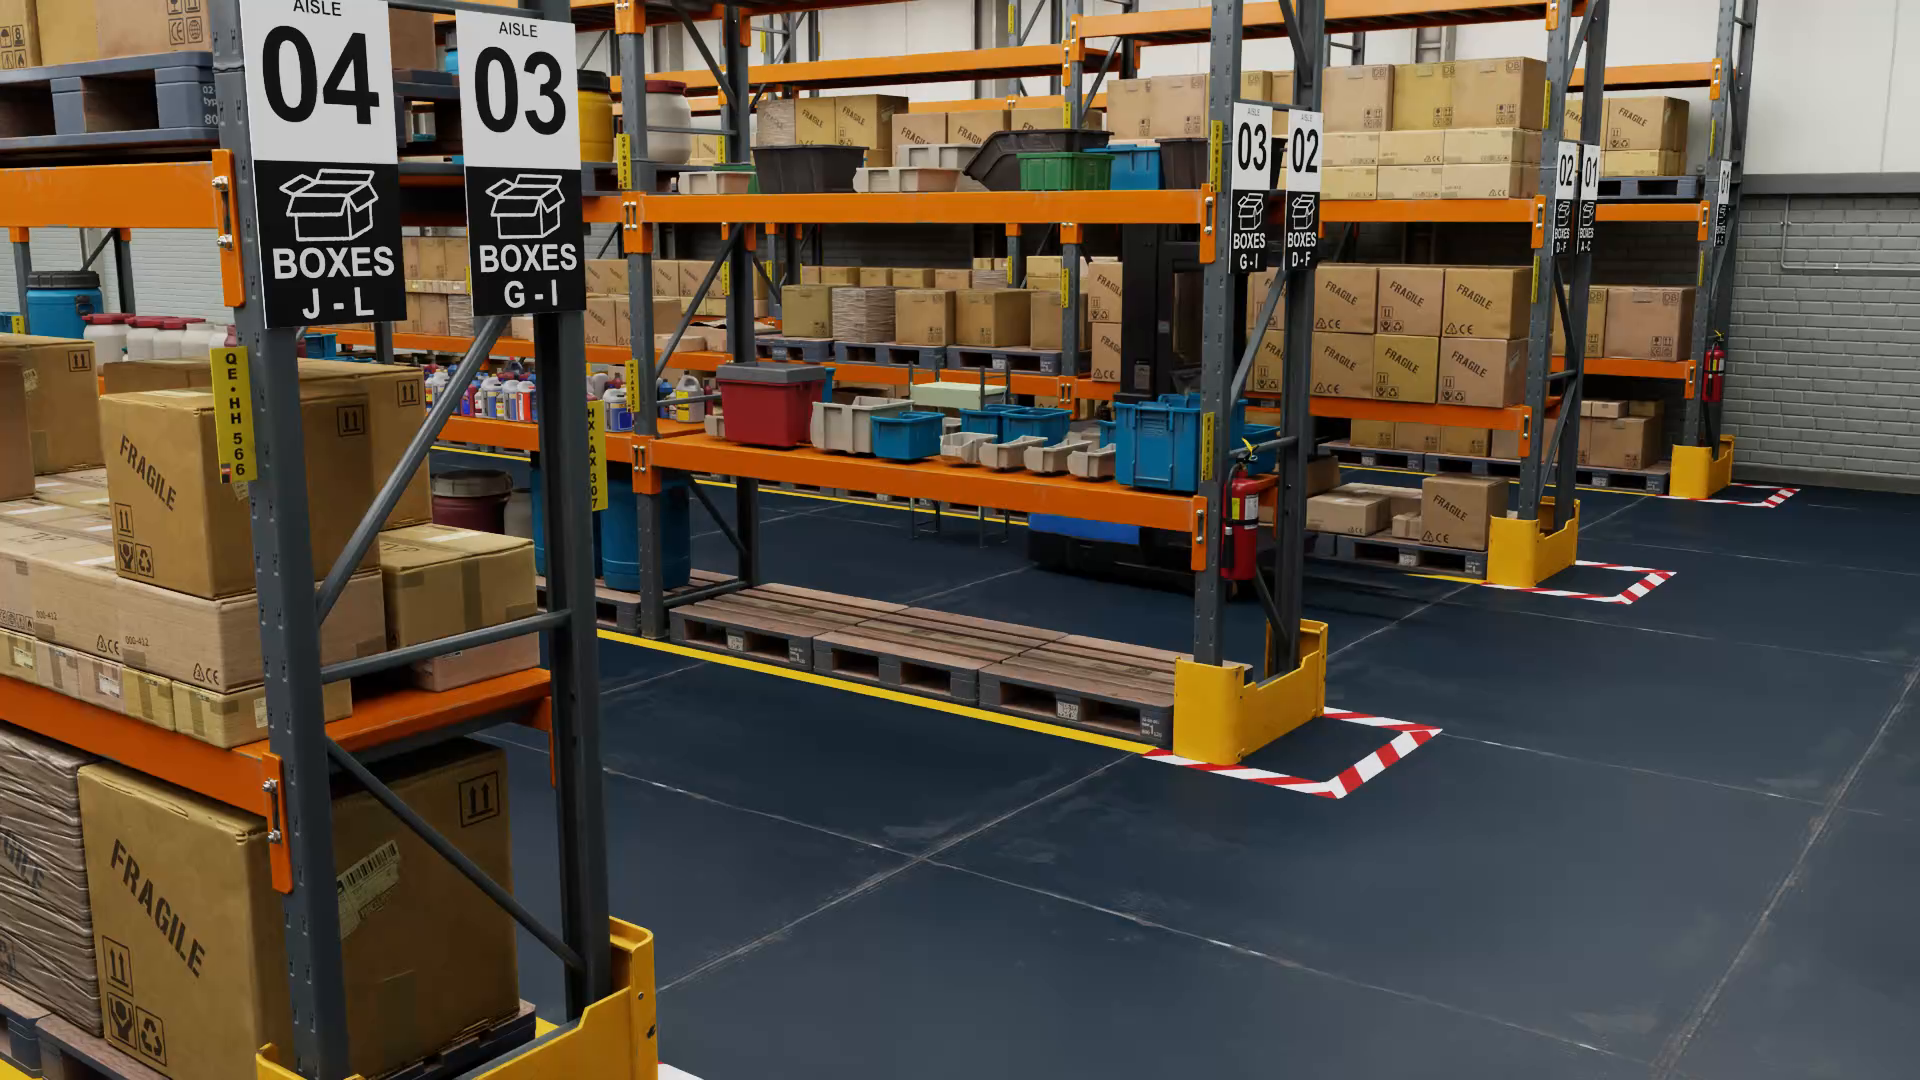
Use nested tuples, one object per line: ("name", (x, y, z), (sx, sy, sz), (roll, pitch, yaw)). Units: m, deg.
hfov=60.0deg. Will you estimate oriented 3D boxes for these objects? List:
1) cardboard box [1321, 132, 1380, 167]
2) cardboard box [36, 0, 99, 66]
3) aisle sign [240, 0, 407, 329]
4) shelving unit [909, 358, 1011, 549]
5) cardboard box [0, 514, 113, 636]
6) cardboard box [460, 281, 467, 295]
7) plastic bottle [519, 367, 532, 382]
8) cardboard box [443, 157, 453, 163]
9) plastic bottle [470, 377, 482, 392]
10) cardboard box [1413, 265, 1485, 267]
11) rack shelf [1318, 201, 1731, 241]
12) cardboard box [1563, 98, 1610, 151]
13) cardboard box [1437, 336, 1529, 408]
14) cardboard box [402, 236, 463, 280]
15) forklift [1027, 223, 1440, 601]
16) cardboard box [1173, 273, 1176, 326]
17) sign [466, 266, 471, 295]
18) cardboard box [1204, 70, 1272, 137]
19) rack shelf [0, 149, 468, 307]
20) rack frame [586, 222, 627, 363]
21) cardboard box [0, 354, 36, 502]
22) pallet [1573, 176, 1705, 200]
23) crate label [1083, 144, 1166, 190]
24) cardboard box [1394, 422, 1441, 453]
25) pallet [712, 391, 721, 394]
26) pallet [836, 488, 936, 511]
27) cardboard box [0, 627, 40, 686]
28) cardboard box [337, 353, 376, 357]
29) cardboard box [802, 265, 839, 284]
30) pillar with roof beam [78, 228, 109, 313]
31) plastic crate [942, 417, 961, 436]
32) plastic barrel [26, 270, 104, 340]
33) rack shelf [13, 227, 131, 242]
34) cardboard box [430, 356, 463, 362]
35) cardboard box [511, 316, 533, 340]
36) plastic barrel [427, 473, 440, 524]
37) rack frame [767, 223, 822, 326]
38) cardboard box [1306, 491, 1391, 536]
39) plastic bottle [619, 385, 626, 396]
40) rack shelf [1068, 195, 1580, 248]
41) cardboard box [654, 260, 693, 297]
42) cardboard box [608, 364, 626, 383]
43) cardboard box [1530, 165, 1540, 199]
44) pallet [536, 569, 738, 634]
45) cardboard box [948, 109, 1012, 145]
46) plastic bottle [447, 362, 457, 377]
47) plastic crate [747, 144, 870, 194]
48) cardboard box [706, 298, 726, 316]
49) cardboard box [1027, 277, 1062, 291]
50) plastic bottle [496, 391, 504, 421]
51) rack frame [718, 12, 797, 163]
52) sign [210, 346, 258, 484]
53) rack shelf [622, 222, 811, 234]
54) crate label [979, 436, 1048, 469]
("cardboard box", (3.077, -2.992, 12.777), (0.500, 0.250, 0.500), (8, 13, 36))
("cardboard box", (-2.254, -1.608, 4.916), (0.500, 0.500, 0.700), (7, 13, 33))
("aisle sign", (-1.541, -0.921, 4.051), (0.004, 0.787, 0.394), (8, 13, 36))
("shelving unit", (-0.005, -0.737, 13.891), (0.755, 1.500, 0.431), (8, 13, 36))
("cardboard box", (-2.788, 0.100, 5.226), (0.500, 0.250, 0.500), (7, 13, 34))
("cardboard box", (-5.572, -2.930, 19.305), (0.250, 0.149, 0.380), (8, 13, 35))
("plastic bottle", (-3.217, -1.146, 12.362), (0.133, 0.283, 0.061), (8, 13, 36))
("cardboard box", (-5.912, -4.426, 19.874), (0.500, 0.311, 0.500), (7, 13, 32))
("plastic bottle", (-3.400, -1.011, 11.697), (0.097, 0.271, 0.097), (0, 11, 0))
("cardboard box", (3.818, -1.903, 13.074), (0.500, 0.500, 0.500), (8, 14, 36))
("rack shelf", (5.763, -3.318, 17.282), (4.000, 0.370, 1.077), (8, 13, 36))
("cardboard box", (6.226, -4.095, 16.454), (0.500, 0.500, 0.500), (8, 14, 37))
("cardboard box", (3.924, -1.273, 12.450), (0.500, 0.500, 0.500), (8, 14, 37))
("cardboard box", (-6.399, -3.412, 20.092), (0.500, 0.500, 0.700), (8, 13, 36))
("forklift", (1.982, -1.119, 12.098), (3.031, 2.935, 1.130), (9, 14, 38))
("cardboard box", (1.851, -2.051, 13.839), (0.500, 0.500, 0.500), (7, 13, 34))
("sign", (-5.554, -2.943, 18.858), (0.005, 0.325, 0.100), (8, 13, 36))
("cardboard box", (2.362, -3.496, 13.409), (0.500, 0.500, 0.700), (8, 13, 36))
("rack shelf", (-3.033, -1.044, 5.523), (4.000, 0.370, 1.077), (8, 13, 36))
("rack frame", (-5.521, -3.773, 25.635), (0.127, 3.000, 1.000), (8, 13, 36))
("cardboard box", (-3.596, -0.382, 5.745), (0.500, 0.500, 0.500), (7, 13, 34))
("pallet", (6.771, -3.485, 16.483), (1.213, 0.211, 1.003), (8, 13, 36))
("crate label", (0.958, -2.010, 9.018), (0.502, 0.251, 0.408), (8, 13, 36))
("cardboard box", (5.096, -1.246, 18.048), (0.500, 0.500, 0.700), (8, 13, 35))
("pallet", (-2.860, -2.024, 23.937), (1.213, 0.211, 1.003), (8, 13, 36))
("pallet", (-0.444, -0.519, 16.155), (1.213, 0.211, 1.003), (8, 13, 36))
("cardboard box", (-2.727, 0.320, 5.140), (0.250, 0.149, 0.380), (8, 13, 34))
("cardboard box", (-7.746, -2.088, 21.086), (0.500, 0.500, 0.500), (8, 13, 36))
("cardboard box", (-1.907, -3.526, 22.936), (0.500, 0.500, 0.700), (8, 14, 36))
("pillar with roof beam", (-21.501, -8.137, 32.396), (0.548, 9.000, 9.100), (8, 13, 36))
("plastic crate", (-0.132, -0.657, 10.067), (0.466, 0.136, 0.293), (8, 13, 36))
("plastic barrel", (-8.029, -1.963, 14.959), (0.708, 0.901, 0.600), (8, 13, 36))
("rack shelf", (-6.549, -2.701, 14.092), (4.000, 0.370, 1.077), (8, 13, 36))
("cardboard box", (-6.221, -2.001, 20.636), (0.500, 0.500, 0.500), (8, 13, 36))
("cardboard box", (-4.804, -2.442, 19.151), (0.500, 0.250, 0.500), (9, 14, 39))
("plastic barrel", (-4.025, -0.239, 12.814), (0.421, 0.512, 0.421), (0, 11, 0))
("rack frame", (-2.297, -3.323, 23.310), (0.127, 3.000, 1.000), (8, 13, 36))
("cardboard box", (3.114, -0.216, 13.331), (0.500, 0.250, 0.500), (8, 13, 36))
("plastic bottle", (-2.390, -1.000, 11.826), (0.097, 0.201, 0.097), (0, 11, 0))
("rack shelf", (2.834, -2.560, 13.360), (4.000, 0.370, 1.077), (8, 13, 36))
("cardboard box", (-4.086, -3.805, 24.170), (0.500, 0.500, 0.500), (8, 14, 37))
("cardboard box", (-5.017, -2.577, 25.375), (0.500, 0.311, 0.500), (6, 13, 29))
("cardboard box", (4.182, -2.711, 12.643), (0.500, 0.250, 0.500), (8, 13, 36))
("pallet", (-2.311, 0.369, 11.568), (1.213, 0.211, 1.003), (8, 13, 36))
("cardboard box", (0.307, -3.582, 15.117), (0.600, 0.600, 0.600), (8, 13, 35))
("plastic bottle", (-3.934, -1.250, 12.932), (0.097, 0.271, 0.097), (0, 11, 0))
("plastic crate", (-0.874, -2.134, 9.610), (0.590, 0.269, 0.497), (8, 13, 36))
("cardboard box", (-3.255, -3.324, 23.654), (0.500, 0.250, 0.500), (8, 14, 36))
("cardboard box", (1.167, -2.985, 20.461), (0.500, 0.500, 0.500), (8, 14, 37))
("plastic bottle", (-3.141, -0.926, 11.443), (0.097, 0.201, 0.097), (0, 11, 0))
("rack frame", (-2.002, -5.060, 16.494), (0.127, 3.000, 1.000), (8, 13, 36))
("sign", (-1.753, -0.302, 4.024), (0.005, 0.325, 0.100), (8, 13, 36))
("rack shelf", (-3.909, -4.668, 24.256), (4.000, 0.370, 1.077), (8, 13, 36))
("crate label", (0.282, -0.484, 9.169), (0.243, 0.136, 0.396), (8, 13, 36))
